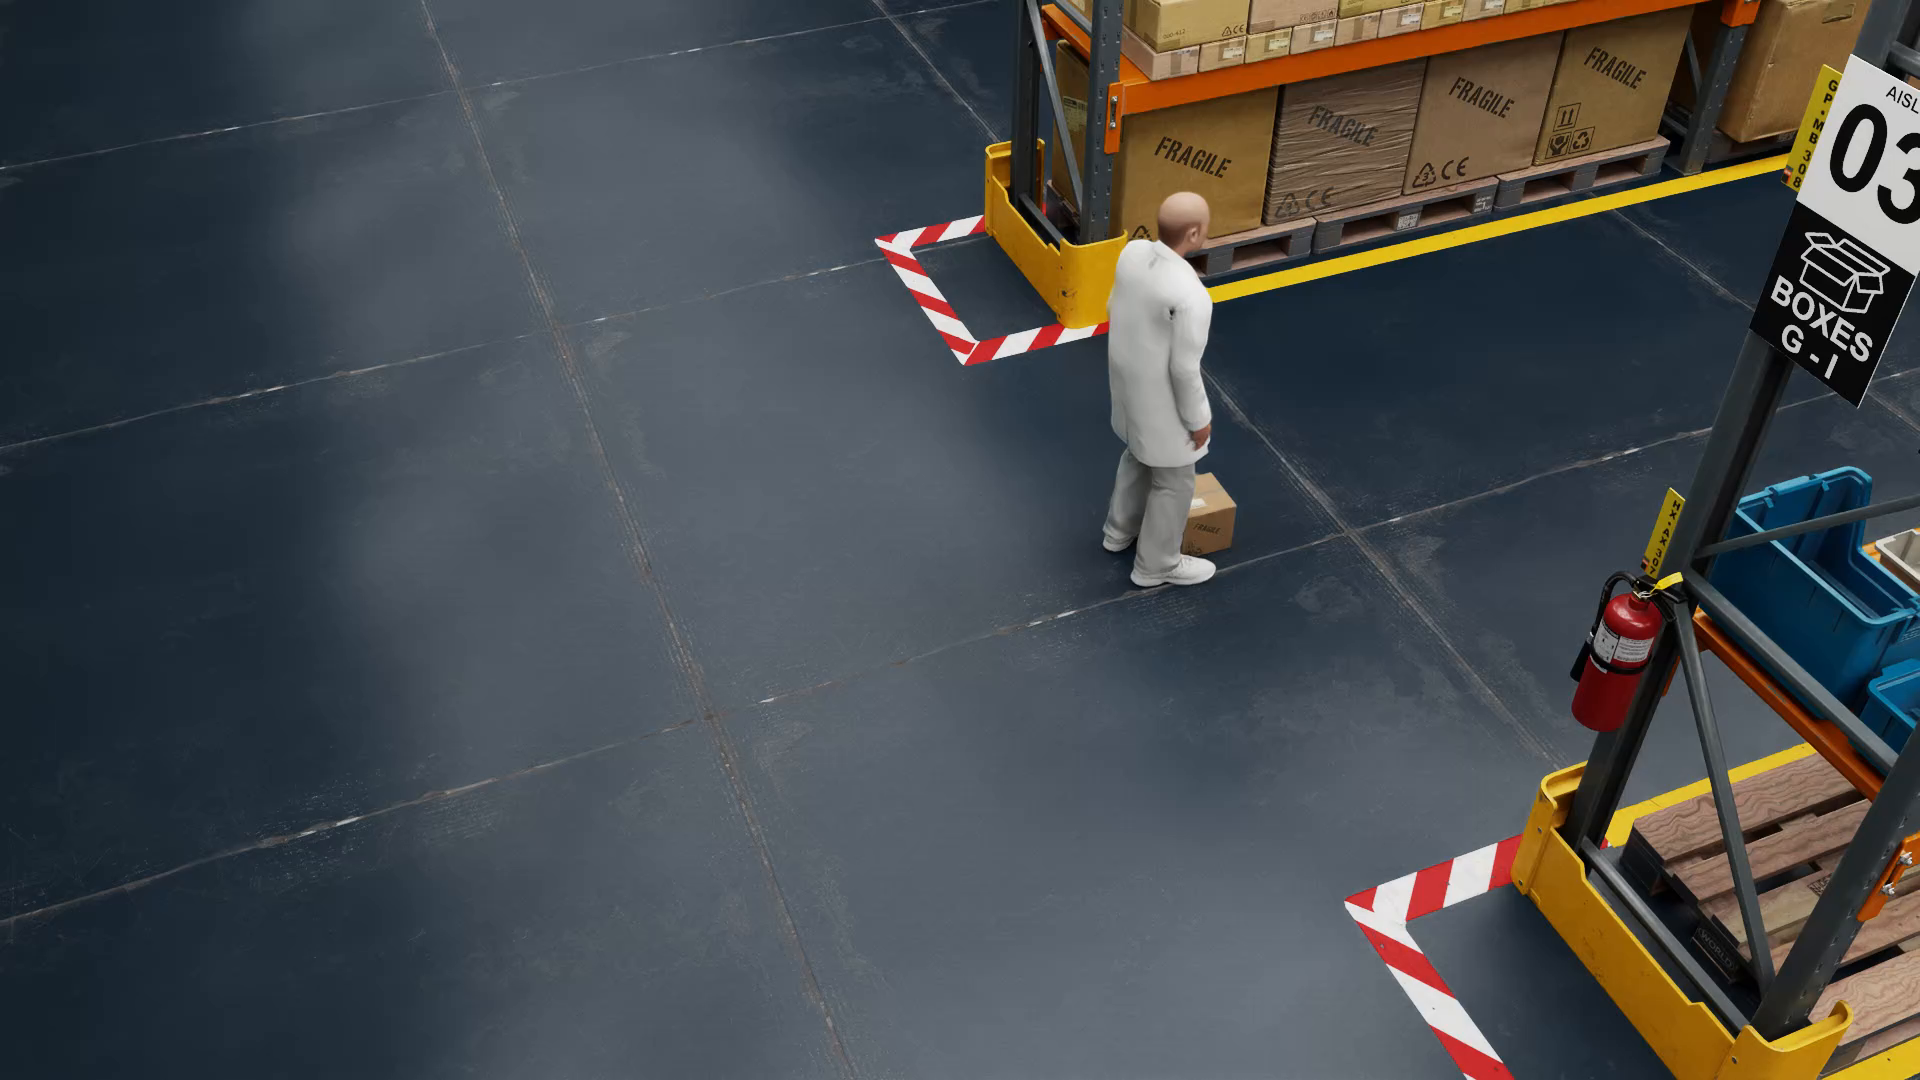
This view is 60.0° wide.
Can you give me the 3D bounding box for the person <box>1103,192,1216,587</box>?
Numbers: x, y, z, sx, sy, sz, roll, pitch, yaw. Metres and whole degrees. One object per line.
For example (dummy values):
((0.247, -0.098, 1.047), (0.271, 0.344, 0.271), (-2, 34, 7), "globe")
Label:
((0.826, -0.619, 6.878), (0.429, 1.772, 0.646), (-18, 44, -19), "person")
